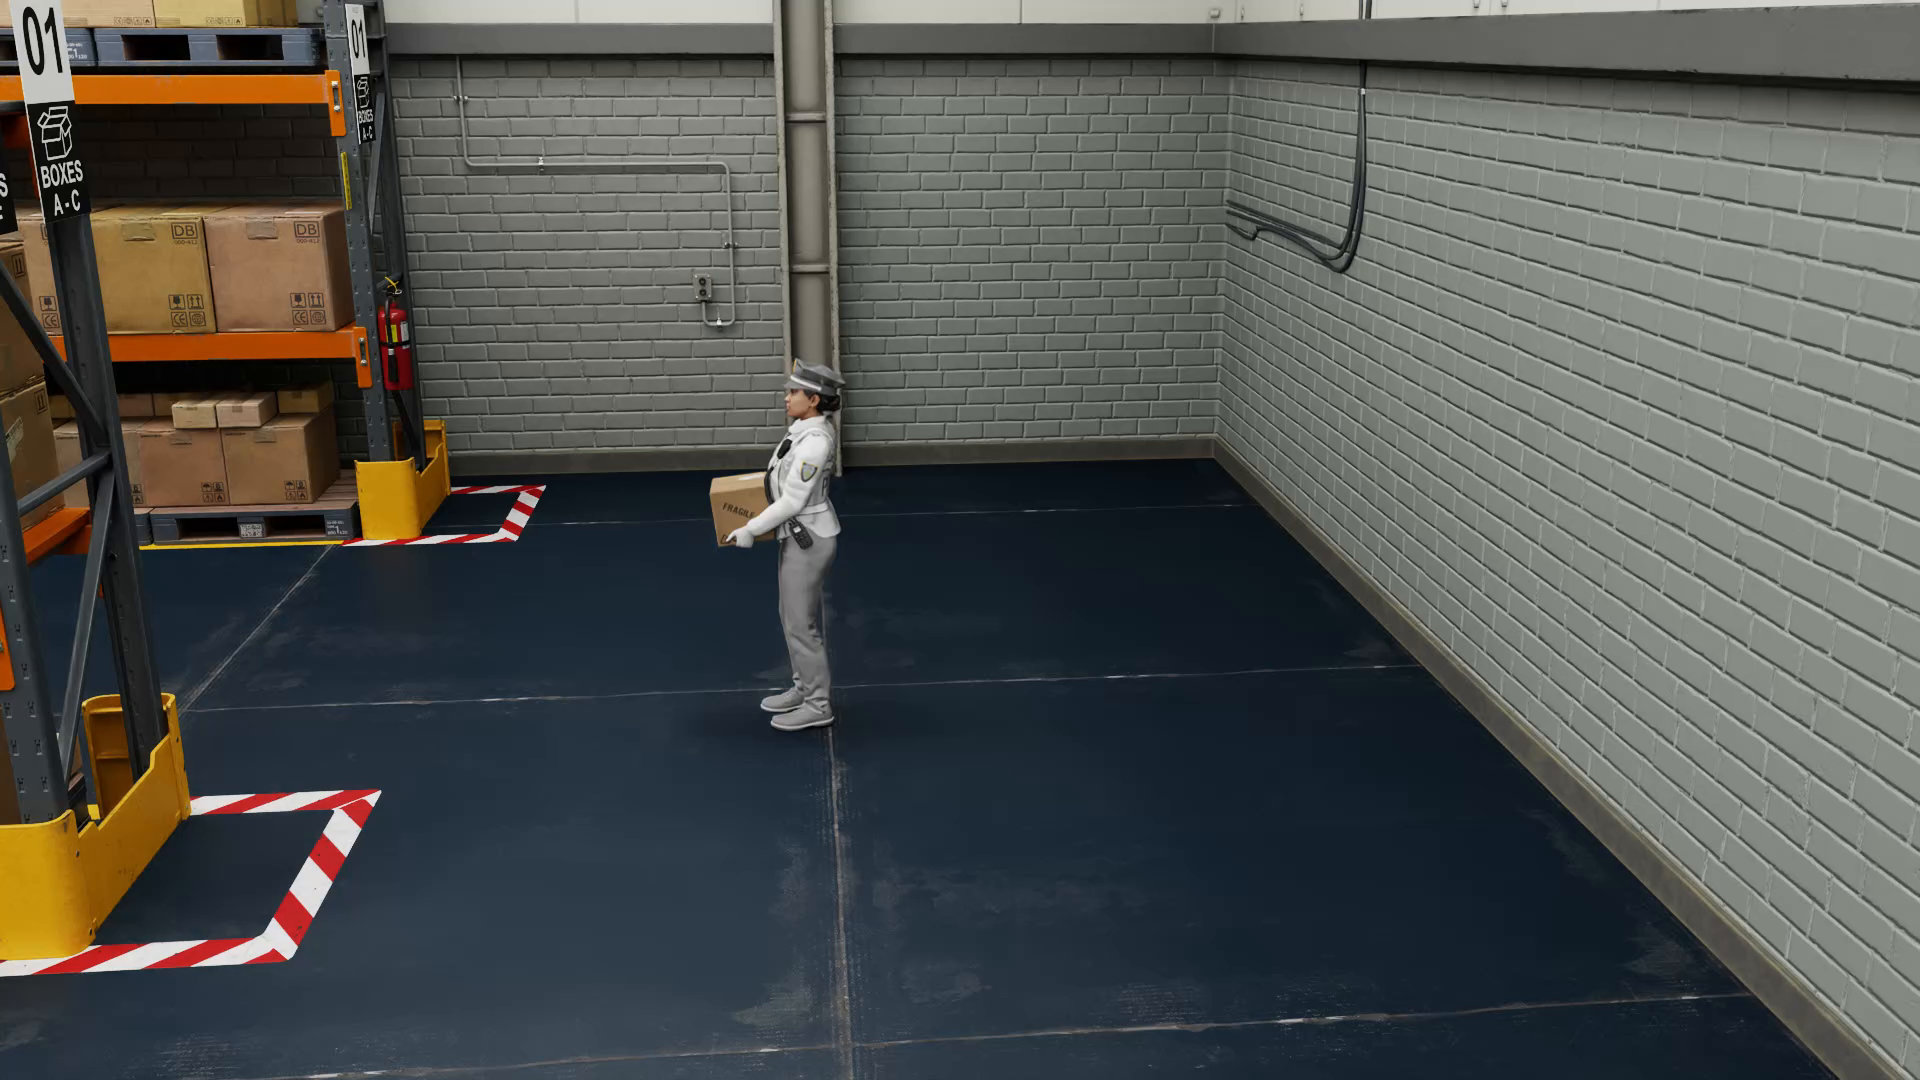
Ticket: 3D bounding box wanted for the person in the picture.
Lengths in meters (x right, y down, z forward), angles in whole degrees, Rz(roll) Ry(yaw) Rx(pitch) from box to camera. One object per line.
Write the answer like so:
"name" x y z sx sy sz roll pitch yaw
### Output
"person" -0.768 0.012 7.465 0.543 1.688 0.459 -1 17 -5
